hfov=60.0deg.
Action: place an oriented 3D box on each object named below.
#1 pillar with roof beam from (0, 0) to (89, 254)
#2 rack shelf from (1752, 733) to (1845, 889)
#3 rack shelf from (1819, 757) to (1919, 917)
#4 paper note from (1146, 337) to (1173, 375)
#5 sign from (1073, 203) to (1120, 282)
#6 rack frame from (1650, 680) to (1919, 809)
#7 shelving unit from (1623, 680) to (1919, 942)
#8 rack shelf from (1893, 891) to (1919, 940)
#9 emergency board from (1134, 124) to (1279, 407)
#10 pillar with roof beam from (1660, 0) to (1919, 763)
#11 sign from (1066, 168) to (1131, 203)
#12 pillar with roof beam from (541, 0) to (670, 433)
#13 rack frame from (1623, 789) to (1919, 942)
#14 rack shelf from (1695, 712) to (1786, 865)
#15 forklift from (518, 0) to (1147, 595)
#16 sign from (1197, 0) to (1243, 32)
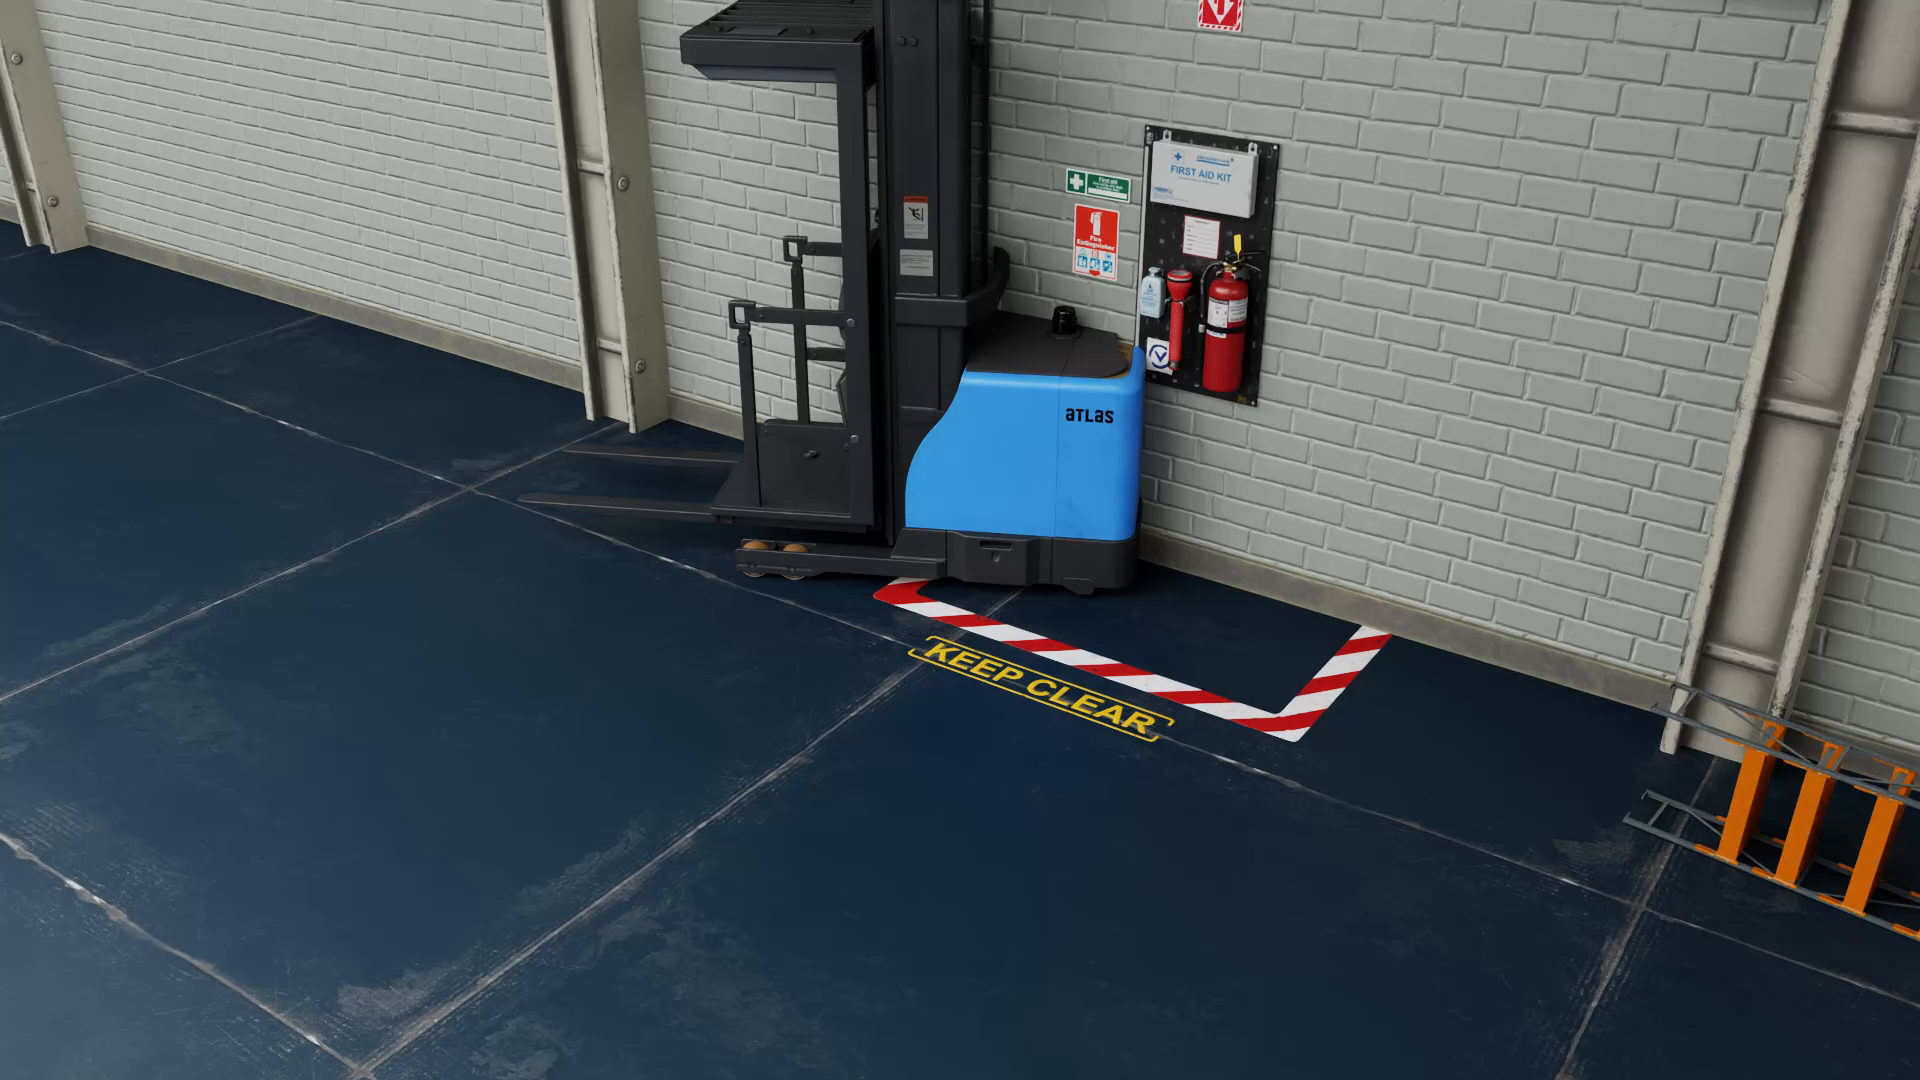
[{"bbox_3d":[-9.299,-4.654,7.473,0.400,9.000,9.100,17,32,30],"label":"pillar with roof beam"},{"bbox_3d":[2.943,0.942,5.821,0.148,0.480,0.258,22,34,35],"label":"rack shelf"},{"bbox_3d":[3.114,1.010,5.694,0.148,0.480,0.258,22,34,35],"label":"rack shelf"},{"bbox_3d":[0.908,-0.836,7.556,0.142,0.148,0.016,17,32,30],"label":"paper note"},{"bbox_3d":[0.617,-1.353,7.563,0.234,0.329,0.001,17,32,30],"label":"sign"},{"bbox_3d":[2.997,0.746,5.670,1.200,0.015,0.240,22,34,35],"label":"rack frame"},{"bbox_3d":[2.995,0.963,5.783,1.200,0.503,0.258,22,34,35],"label":"shelving unit"},{"bbox_3d":[3.295,1.083,5.560,0.148,0.480,0.258,22,34,35],"label":"rack shelf"},{"bbox_3d":[1.014,-1.157,7.216,0.643,1.169,0.194,17,32,30],"label":"emergency board"},{"bbox_3d":[0.592,-1.572,1.418,0.400,9.000,9.100,17,32,30],"label":"pillar with roof beam"},{"bbox_3d":[0.616,-1.585,7.434,0.331,0.109,0.001,17,32,30],"label":"sign"},{"bbox_3d":[-4.353,-3.113,4.446,0.400,9.000,9.100,17,32,30],"label":"pillar with roof beam"},{"bbox_3d":[2.992,1.179,5.895,1.200,0.015,0.240,22,34,35],"label":"rack frame"},{"bbox_3d":[2.791,0.881,5.933,0.148,0.480,0.258,22,34,35],"label":"rack shelf"},{"bbox_3d":[-0.622,-1.349,7.670,3.031,2.935,1.130,4,27,8],"label":"forklift"},{"bbox_3d":[1.064,-2.229,6.768,0.199,0.298,0.001,17,32,30],"label":"sign"}]
